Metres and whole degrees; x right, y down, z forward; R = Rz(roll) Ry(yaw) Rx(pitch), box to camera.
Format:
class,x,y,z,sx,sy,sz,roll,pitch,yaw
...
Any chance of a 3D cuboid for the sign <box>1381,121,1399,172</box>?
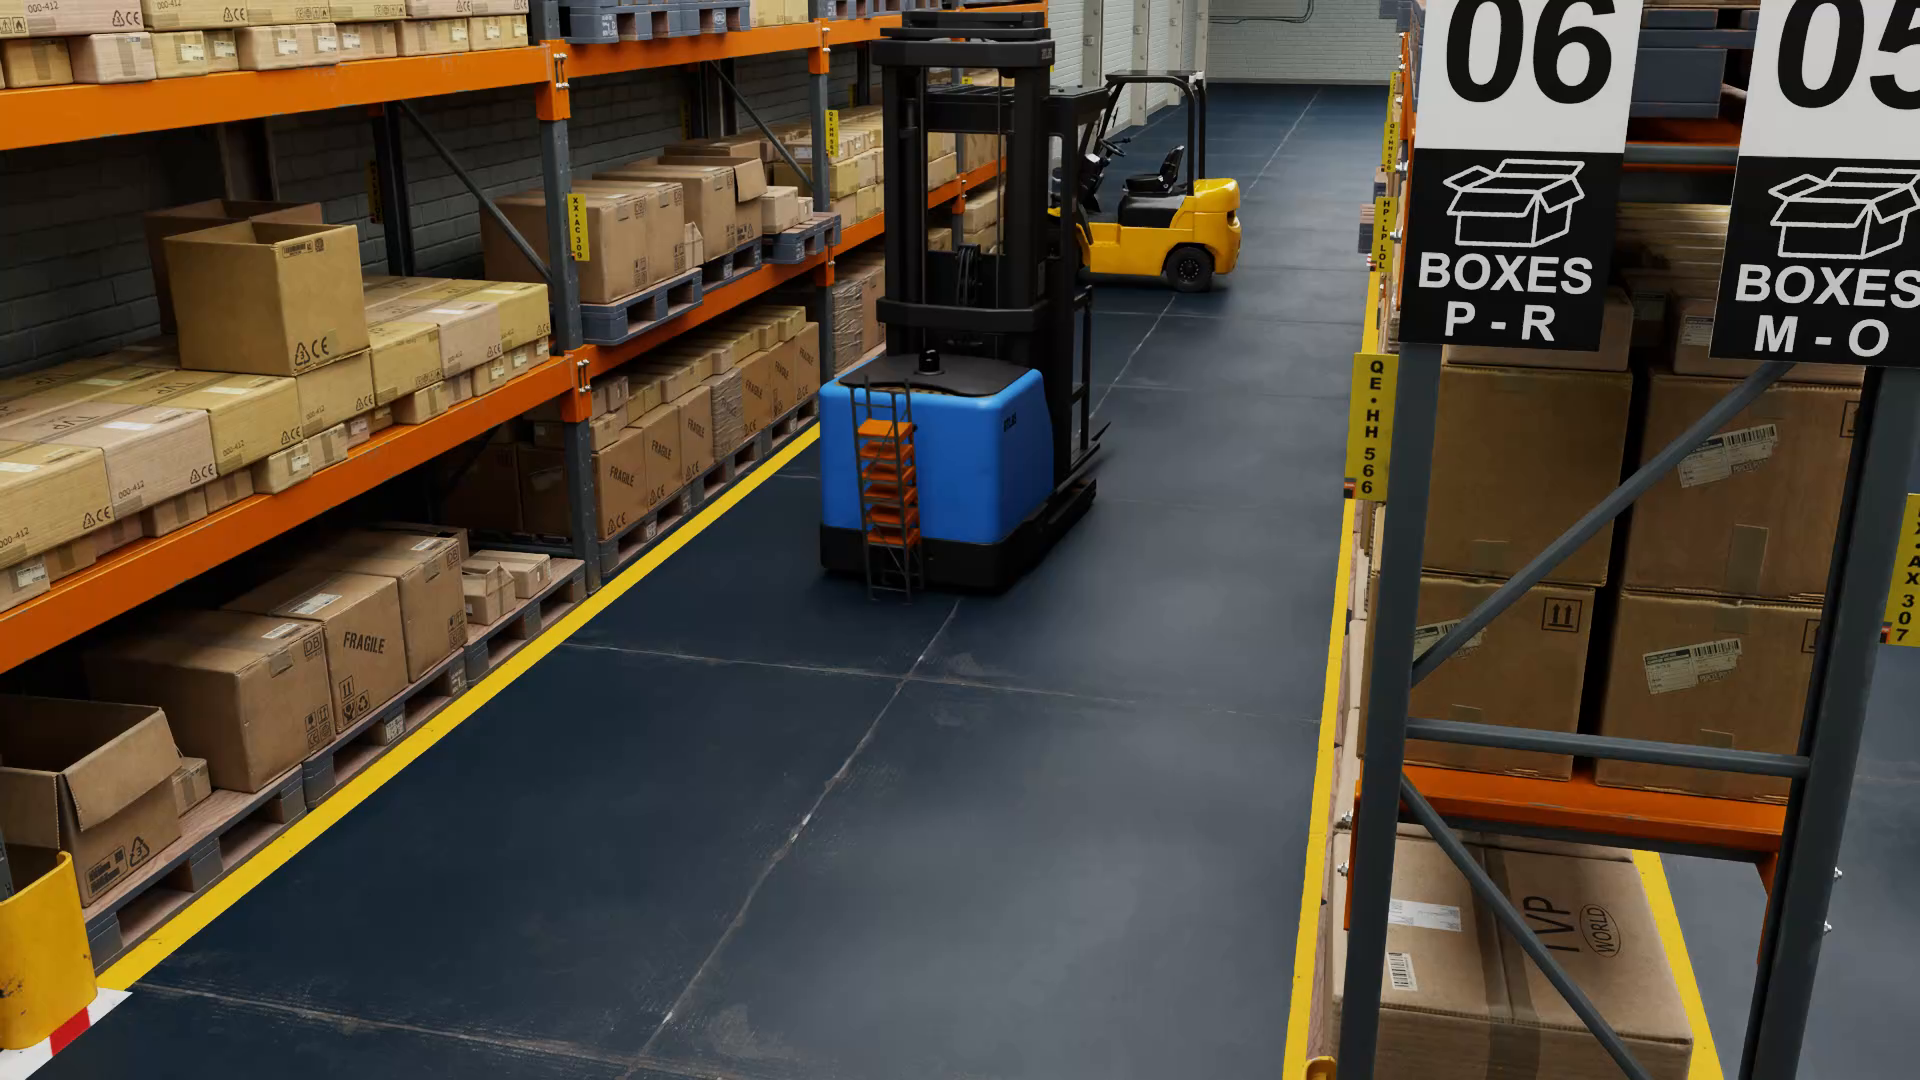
class,x,y,z,sx,sy,sz,roll,pitch,yaw
sign,2.841,-2.592,10.968,0.100,0.325,0.005,5,19,13

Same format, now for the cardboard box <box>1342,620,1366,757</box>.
class,x,y,z,sx,sy,sz,roll,pitch,yaw
cardboard box,1.916,0.694,6.328,0.875,0.438,0.875,4,19,12

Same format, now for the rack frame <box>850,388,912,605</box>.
class,x,y,z,sx,sy,sz,roll,pitch,yaw
rack frame,-0.399,-0.204,8.449,0.240,1.200,0.006,7,29,19

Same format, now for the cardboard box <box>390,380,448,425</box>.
class,x,y,z,sx,sy,sz,roll,pitch,yaw
cardboard box,-2.464,-0.611,7.225,0.380,0.149,0.250,4,19,13

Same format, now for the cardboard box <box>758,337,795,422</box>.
class,x,y,z,sx,sy,sz,roll,pitch,yaw
cardboard box,-1.472,-1.143,11.611,0.500,0.500,0.500,4,19,13

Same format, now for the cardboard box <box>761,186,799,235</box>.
class,x,y,z,sx,sy,sz,roll,pitch,yaw
cardboard box,-1.389,-2.204,11.083,0.500,0.250,0.500,4,19,11

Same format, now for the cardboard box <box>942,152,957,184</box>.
class,x,y,z,sx,sy,sz,roll,pitch,yaw
cardboard box,-0.337,-3.437,15.342,0.500,0.250,0.500,5,20,15

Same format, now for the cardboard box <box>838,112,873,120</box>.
class,x,y,z,sx,sy,sz,roll,pitch,yaw
cardboard box,-0.982,-3.708,14.744,0.380,0.149,0.250,4,19,13

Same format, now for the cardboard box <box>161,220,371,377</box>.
class,x,y,z,sx,sy,sz,roll,pitch,yaw
cardboard box,-2.661,-0.941,6.414,0.500,0.500,0.500,5,20,15

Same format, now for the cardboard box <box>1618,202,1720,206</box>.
class,x,y,z,sx,sy,sz,roll,pitch,yaw
cardboard box,2.206,-1.020,5.329,0.380,0.149,0.250,5,19,13

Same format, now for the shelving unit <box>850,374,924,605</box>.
class,x,y,z,sx,sy,sz,roll,pitch,yaw
shelving unit,-0.367,-0.245,8.525,0.258,1.200,0.189,7,29,19

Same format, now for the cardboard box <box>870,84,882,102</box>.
class,x,y,z,sx,sy,sz,roll,pitch,yaw
cardboard box,-0.683,-4.306,16.034,0.380,0.149,0.250,5,19,14

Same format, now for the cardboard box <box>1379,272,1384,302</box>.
class,x,y,z,sx,sy,sz,roll,pitch,yaw
cardboard box,4.230,-2.400,15.677,0.500,0.250,0.500,6,20,16

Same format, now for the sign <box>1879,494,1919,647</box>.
class,x,y,z,sx,sy,sz,roll,pitch,yaw
sign,1.951,0.064,3.398,0.100,0.325,0.005,5,19,13

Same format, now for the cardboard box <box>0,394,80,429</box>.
class,x,y,z,sx,sy,sz,roll,pitch,yaw
cardboard box,-3.418,-0.322,5.761,0.500,0.250,0.500,5,19,14

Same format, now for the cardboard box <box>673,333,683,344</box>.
class,x,y,z,sx,sy,sz,roll,pitch,yaw
cardboard box,-2.105,-1.374,11.282,0.380,0.149,0.250,4,19,11

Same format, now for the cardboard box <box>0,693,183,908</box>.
class,x,y,z,sx,sy,sz,roll,pitch,yaw
cardboard box,-3.158,0.873,5.703,0.797,0.503,0.637,4,19,11

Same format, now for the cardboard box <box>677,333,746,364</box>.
class,x,y,z,sx,sy,sz,roll,pitch,yaw
cardboard box,-1.633,-1.256,10.939,0.380,0.149,0.250,4,19,13

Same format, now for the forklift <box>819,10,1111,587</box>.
class,x,y,z,sx,sy,sz,roll,pitch,yaw
forklift,0.208,-1.577,9.770,1.130,2.935,3.031,7,20,18

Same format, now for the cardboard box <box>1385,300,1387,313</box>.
class,x,y,z,sx,sy,sz,roll,pitch,yaw
cardboard box,2.382,-1.037,8.316,0.500,0.250,0.500,4,19,13

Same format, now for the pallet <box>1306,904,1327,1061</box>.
class,x,y,z,sx,sy,sz,roll,pitch,yaw
pallet,1.534,1.528,4.887,1.003,0.211,1.213,5,19,13

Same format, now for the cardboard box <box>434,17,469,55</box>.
class,x,y,z,sx,sy,sz,roll,pitch,yaw
cardboard box,-2.361,-2.184,7.188,0.380,0.149,0.250,5,20,15

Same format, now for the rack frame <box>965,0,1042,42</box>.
class,x,y,z,sx,sy,sz,roll,pitch,yaw
rack frame,0.509,-4.940,19.511,1.000,3.000,0.127,5,19,13

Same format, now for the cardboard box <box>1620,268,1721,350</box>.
class,x,y,z,sx,sy,sz,roll,pitch,yaw
cardboard box,1.765,-0.539,3.920,0.380,0.149,0.250,5,20,15

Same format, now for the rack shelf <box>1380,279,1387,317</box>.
class,x,y,z,sx,sy,sz,roll,pitch,yaw
rack shelf,2.880,-1.075,9.306,1.077,0.370,4.000,5,19,13

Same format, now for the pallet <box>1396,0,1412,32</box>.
class,x,y,z,sx,sy,sz,roll,pitch,yaw
pallet,3.263,-3.166,9.968,1.213,0.211,1.003,6,20,16

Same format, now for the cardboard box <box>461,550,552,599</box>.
class,x,y,z,sx,sy,sz,roll,pitch,yaw
cardboard box,-2.274,0.169,8.313,0.380,0.149,0.250,4,19,12

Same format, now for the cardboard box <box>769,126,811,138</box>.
class,x,y,z,sx,sy,sz,roll,pitch,yaw
cardboard box,-1.352,-3.230,13.347,0.380,0.149,0.250,5,19,13

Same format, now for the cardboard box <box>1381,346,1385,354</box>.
class,x,y,z,sx,sy,sz,roll,pitch,yaw
cardboard box,1.769,-0.396,6.053,0.500,0.500,0.500,5,19,14

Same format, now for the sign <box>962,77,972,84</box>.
class,x,y,z,sx,sy,sz,roll,pitch,yaw
sign,0.061,-4.157,15.549,0.100,0.325,0.005,5,19,13

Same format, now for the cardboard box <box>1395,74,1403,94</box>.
class,x,y,z,sx,sy,sz,roll,pitch,yaw
cardboard box,3.889,-3.870,14.109,0.380,0.149,0.250,5,19,13

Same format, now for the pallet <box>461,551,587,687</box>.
class,x,y,z,sx,sy,sz,roll,pitch,yaw
pallet,-2.591,0.356,8.320,1.003,0.211,1.213,5,19,13

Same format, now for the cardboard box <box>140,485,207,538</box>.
class,x,y,z,sx,sy,sz,roll,pitch,yaw
cardboard box,-2.884,-0.131,5.818,0.380,0.149,0.250,5,20,15

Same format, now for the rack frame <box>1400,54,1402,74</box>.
class,x,y,z,sx,sy,sz,roll,pitch,yaw
rack frame,5.324,-4.549,18.367,1.000,3.000,0.127,5,19,13

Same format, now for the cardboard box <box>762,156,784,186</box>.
class,x,y,z,sx,sy,sz,roll,pitch,yaw
cardboard box,-1.605,-2.761,12.589,0.500,0.250,0.500,5,20,15

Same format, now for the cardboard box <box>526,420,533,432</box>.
class,x,y,z,sx,sy,sz,roll,pitch,yaw
cardboard box,-2.553,-0.723,9.378,0.380,0.149,0.250,5,19,13

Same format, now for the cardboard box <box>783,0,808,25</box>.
class,x,y,z,sx,sy,sz,roll,pitch,yaw
cardboard box,-1.335,-3.601,11.182,0.500,0.250,0.500,4,19,12

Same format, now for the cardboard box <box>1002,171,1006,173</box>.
class,x,y,z,sx,sy,sz,roll,pitch,yaw
cardboard box,0.699,-4.142,19.231,0.500,0.250,0.500,5,20,15

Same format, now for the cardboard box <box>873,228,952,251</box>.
class,x,y,z,sx,sy,sz,roll,pitch,yaw
cardboard box,-0.584,-2.597,15.675,0.875,0.625,0.625,6,20,16

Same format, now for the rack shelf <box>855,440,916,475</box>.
class,x,y,z,sx,sy,sz,roll,pitch,yaw
rack shelf,-0.378,-0.419,8.435,0.258,0.103,0.180,7,29,19

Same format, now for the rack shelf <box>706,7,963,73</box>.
class,x,y,z,sx,sy,sz,roll,pitch,yaw
rack shelf,-0.956,-4.139,13.636,1.077,0.370,4.000,5,19,13

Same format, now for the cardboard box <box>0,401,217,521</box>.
class,x,y,z,sx,sy,sz,roll,pitch,yaw
cardboard box,-2.905,-0.274,5.621,0.500,0.250,0.500,5,19,14

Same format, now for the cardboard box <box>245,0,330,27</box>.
class,x,y,z,sx,sy,sz,roll,pitch,yaw
cardboard box,-2.681,-2.017,6.082,0.500,0.250,0.500,4,19,13

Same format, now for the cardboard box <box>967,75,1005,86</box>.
class,x,y,z,sx,sy,sz,roll,pitch,yaw
cardboard box,0.257,-4.825,17.555,0.380,0.149,0.250,5,19,14

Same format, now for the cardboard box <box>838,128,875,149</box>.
class,x,y,z,sx,sy,sz,roll,pitch,yaw
cardboard box,-0.896,-3.194,13.240,0.380,0.149,0.250,5,19,14

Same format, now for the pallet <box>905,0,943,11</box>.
class,x,y,z,sx,sy,sz,roll,pitch,yaw
pallet,-0.671,-4.738,14.574,0.805,0.209,1.217,4,19,11

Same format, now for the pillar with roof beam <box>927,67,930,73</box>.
class,x,y,z,sx,sy,sz,roll,pitch,yaw
pillar with roof beam,3.640,-7.292,17.115,9.100,9.000,0.400,5,19,13

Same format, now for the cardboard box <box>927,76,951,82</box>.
class,x,y,z,sx,sy,sz,roll,pitch,yaw
cardboard box,-0.246,-4.781,17.427,0.380,0.149,0.250,5,20,15

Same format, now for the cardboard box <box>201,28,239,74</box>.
class,x,y,z,sx,sy,sz,roll,pitch,yaw
cardboard box,-2.760,-1.706,5.789,0.380,0.149,0.250,4,19,13

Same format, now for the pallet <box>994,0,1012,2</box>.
class,x,y,z,sx,sy,sz,roll,pitch,yaw
pallet,0.016,-5.715,17.274,1.003,0.211,1.213,5,19,13

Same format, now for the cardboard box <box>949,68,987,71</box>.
class,x,y,z,sx,sy,sz,roll,pitch,yaw
cardboard box,0.095,-5.269,18.853,0.380,0.149,0.250,5,20,15

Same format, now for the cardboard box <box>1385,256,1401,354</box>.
class,x,y,z,sx,sy,sz,roll,pitch,yaw
cardboard box,1.525,-0.546,4.943,0.500,0.500,0.500,5,19,13

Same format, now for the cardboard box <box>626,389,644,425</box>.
class,x,y,z,sx,sy,sz,roll,pitch,yaw
cardboard box,-2.032,-0.768,9.508,0.380,0.149,0.250,4,19,11

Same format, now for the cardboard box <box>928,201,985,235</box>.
class,x,y,z,sx,sy,sz,roll,pitch,yaw
cardboard box,-0.045,-3.184,16.426,0.500,0.250,0.500,4,19,13

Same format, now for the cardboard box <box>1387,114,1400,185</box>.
class,x,y,z,sx,sy,sz,roll,pitch,yaw
cardboard box,3.326,-2.756,11.852,0.500,0.500,0.500,4,19,13

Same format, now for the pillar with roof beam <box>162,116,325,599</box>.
class,x,y,z,sx,sy,sz,roll,pitch,yaw
pillar with roof beam,0.708,-3.531,6.103,9.100,9.000,0.400,5,19,13
